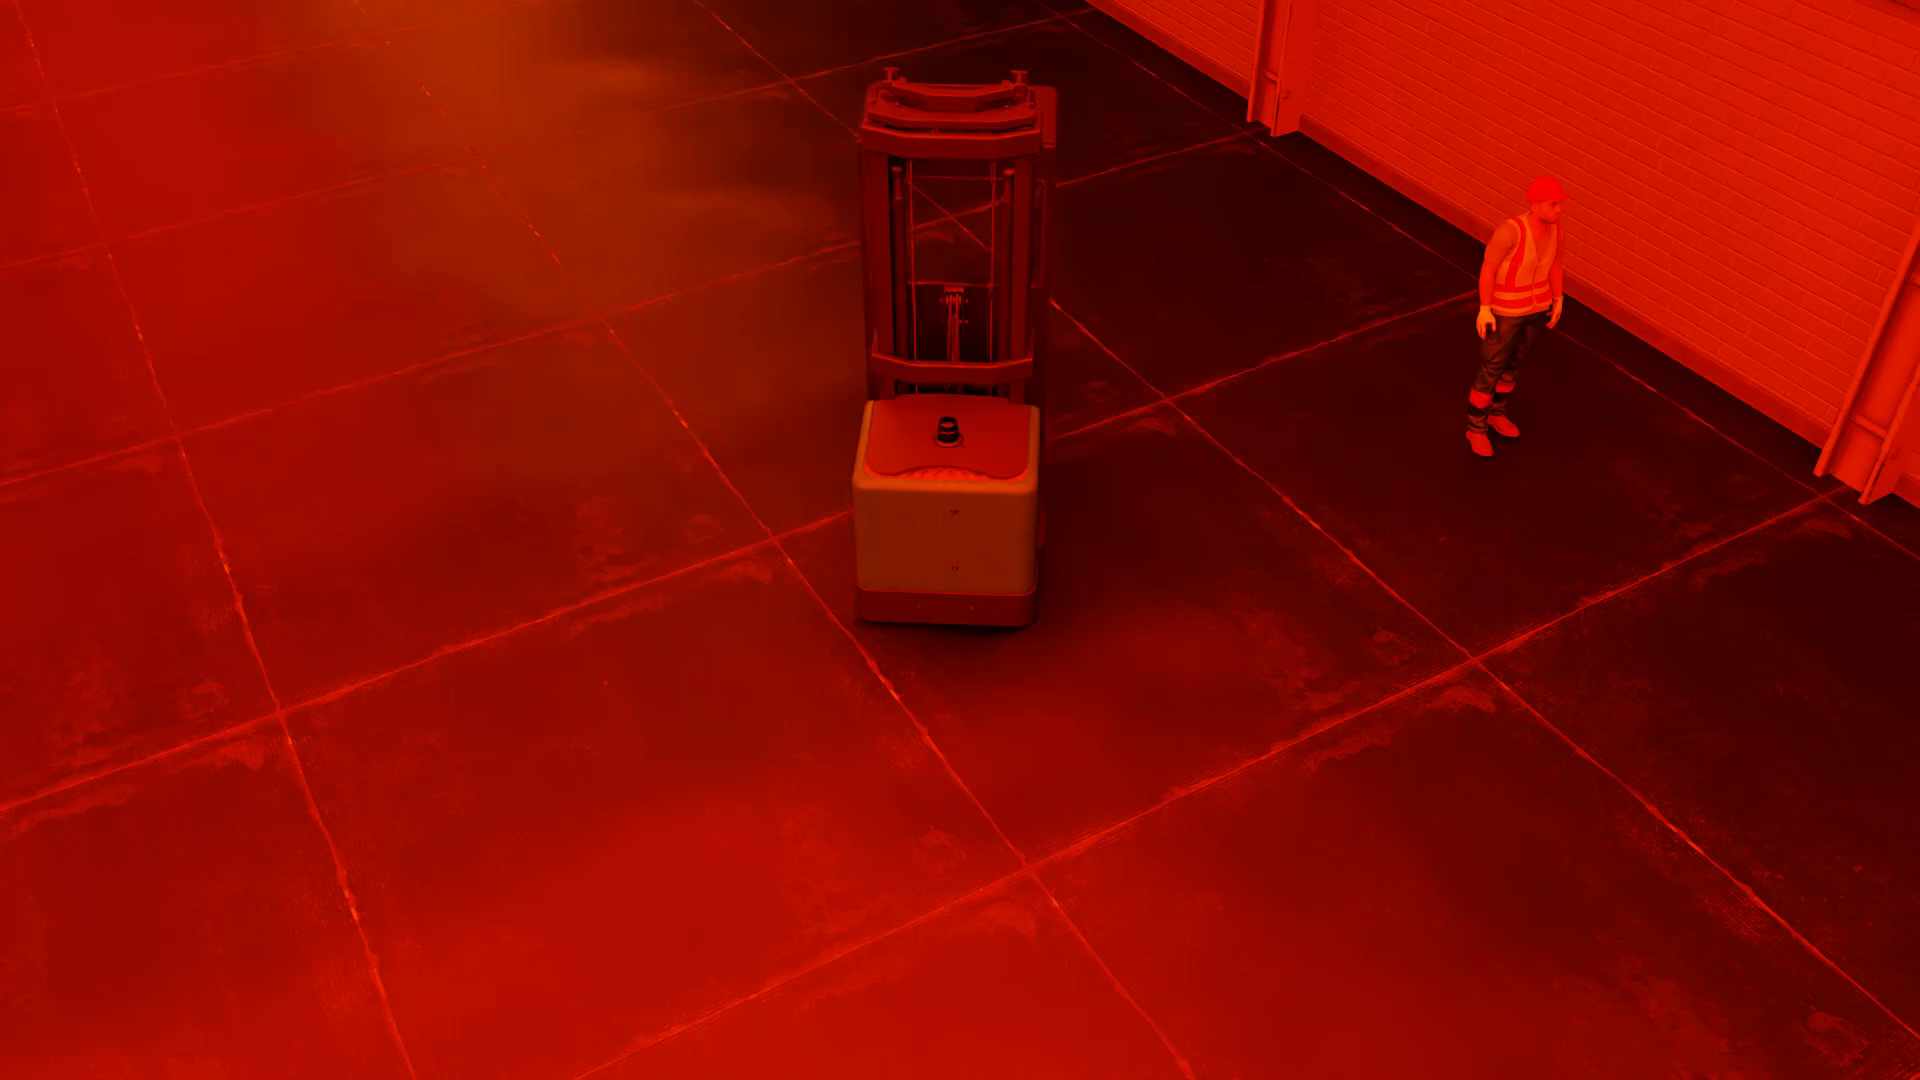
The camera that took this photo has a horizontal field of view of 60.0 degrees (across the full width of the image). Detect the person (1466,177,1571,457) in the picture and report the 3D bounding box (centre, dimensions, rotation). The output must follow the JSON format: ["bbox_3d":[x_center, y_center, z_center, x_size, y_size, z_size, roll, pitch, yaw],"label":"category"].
[{"bbox_3d":[3.620,-1.441,10.656,0.639,1.787,0.565,-14,42,-16],"label":"person"}]

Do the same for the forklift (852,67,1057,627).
[{"bbox_3d":[-0.009,-1.551,9.906,1.130,2.935,3.031,2,40,2],"label":"forklift"}]
